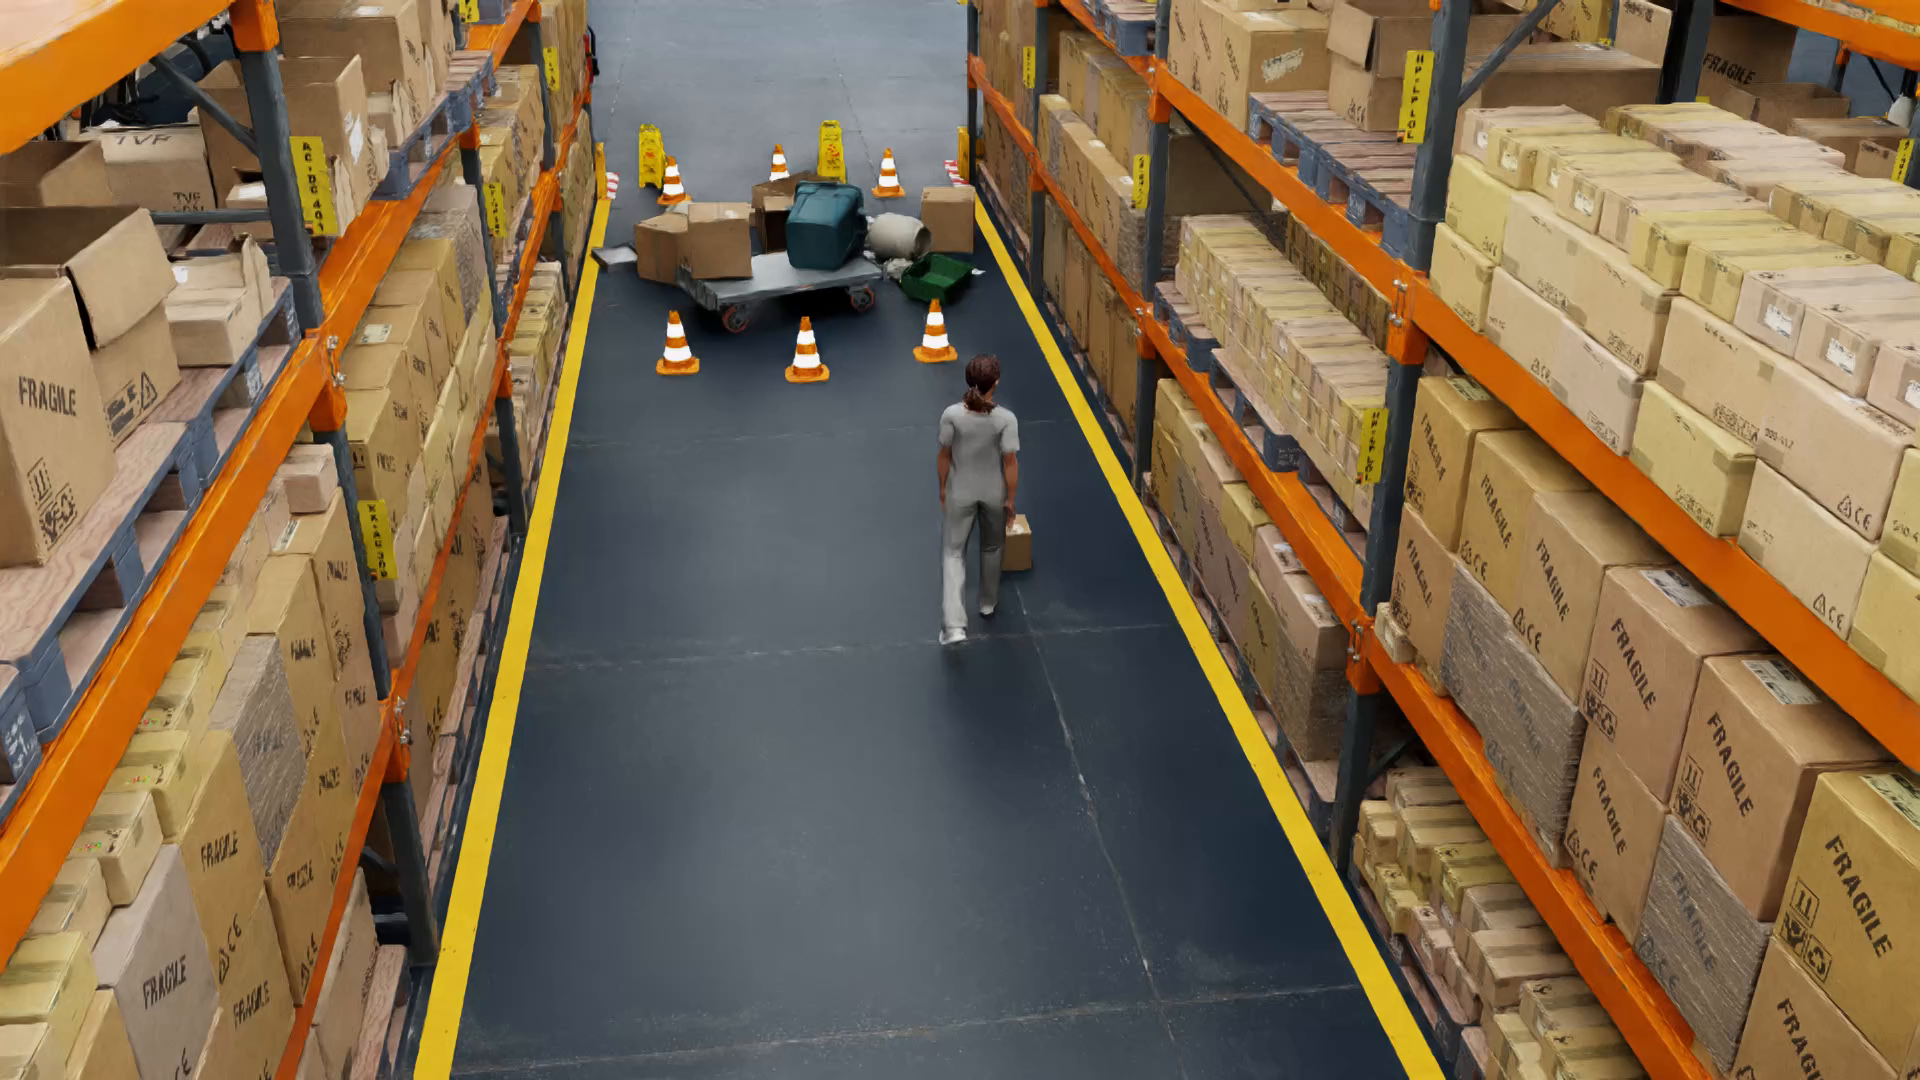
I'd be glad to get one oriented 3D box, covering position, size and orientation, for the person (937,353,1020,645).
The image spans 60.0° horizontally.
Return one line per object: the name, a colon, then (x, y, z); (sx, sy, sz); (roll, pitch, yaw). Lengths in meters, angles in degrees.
person: (0.100, -0.232, 9.072); (0.443, 1.653, 0.922); (0, 27, 0)
